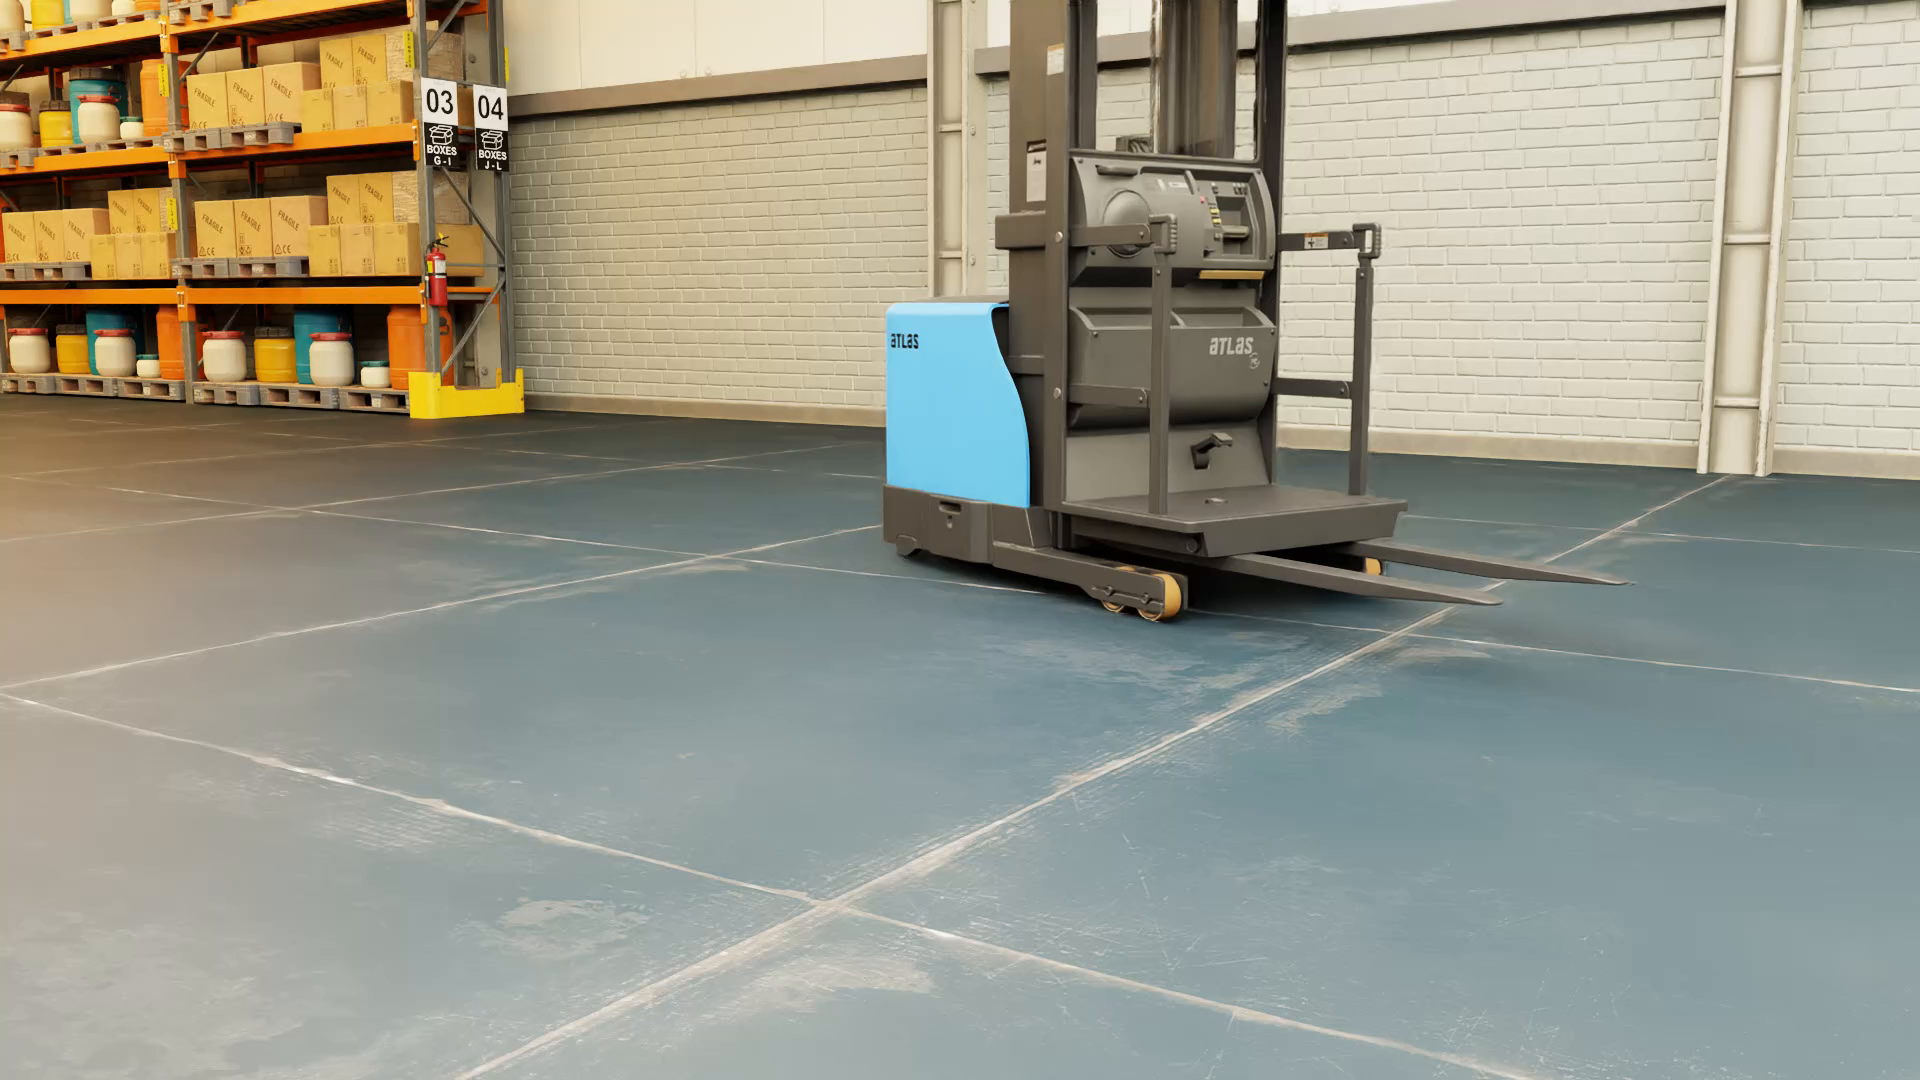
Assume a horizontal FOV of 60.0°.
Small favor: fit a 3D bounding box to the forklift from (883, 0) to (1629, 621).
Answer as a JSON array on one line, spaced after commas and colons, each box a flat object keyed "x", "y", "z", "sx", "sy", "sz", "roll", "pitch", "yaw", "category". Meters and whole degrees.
[{"x": 0.926, "y": -1.251, "z": 5.988, "sx": 1.130, "sy": 2.935, "sz": 3.031, "roll": -6, "pitch": 10, "yaw": -34, "category": "forklift"}]
